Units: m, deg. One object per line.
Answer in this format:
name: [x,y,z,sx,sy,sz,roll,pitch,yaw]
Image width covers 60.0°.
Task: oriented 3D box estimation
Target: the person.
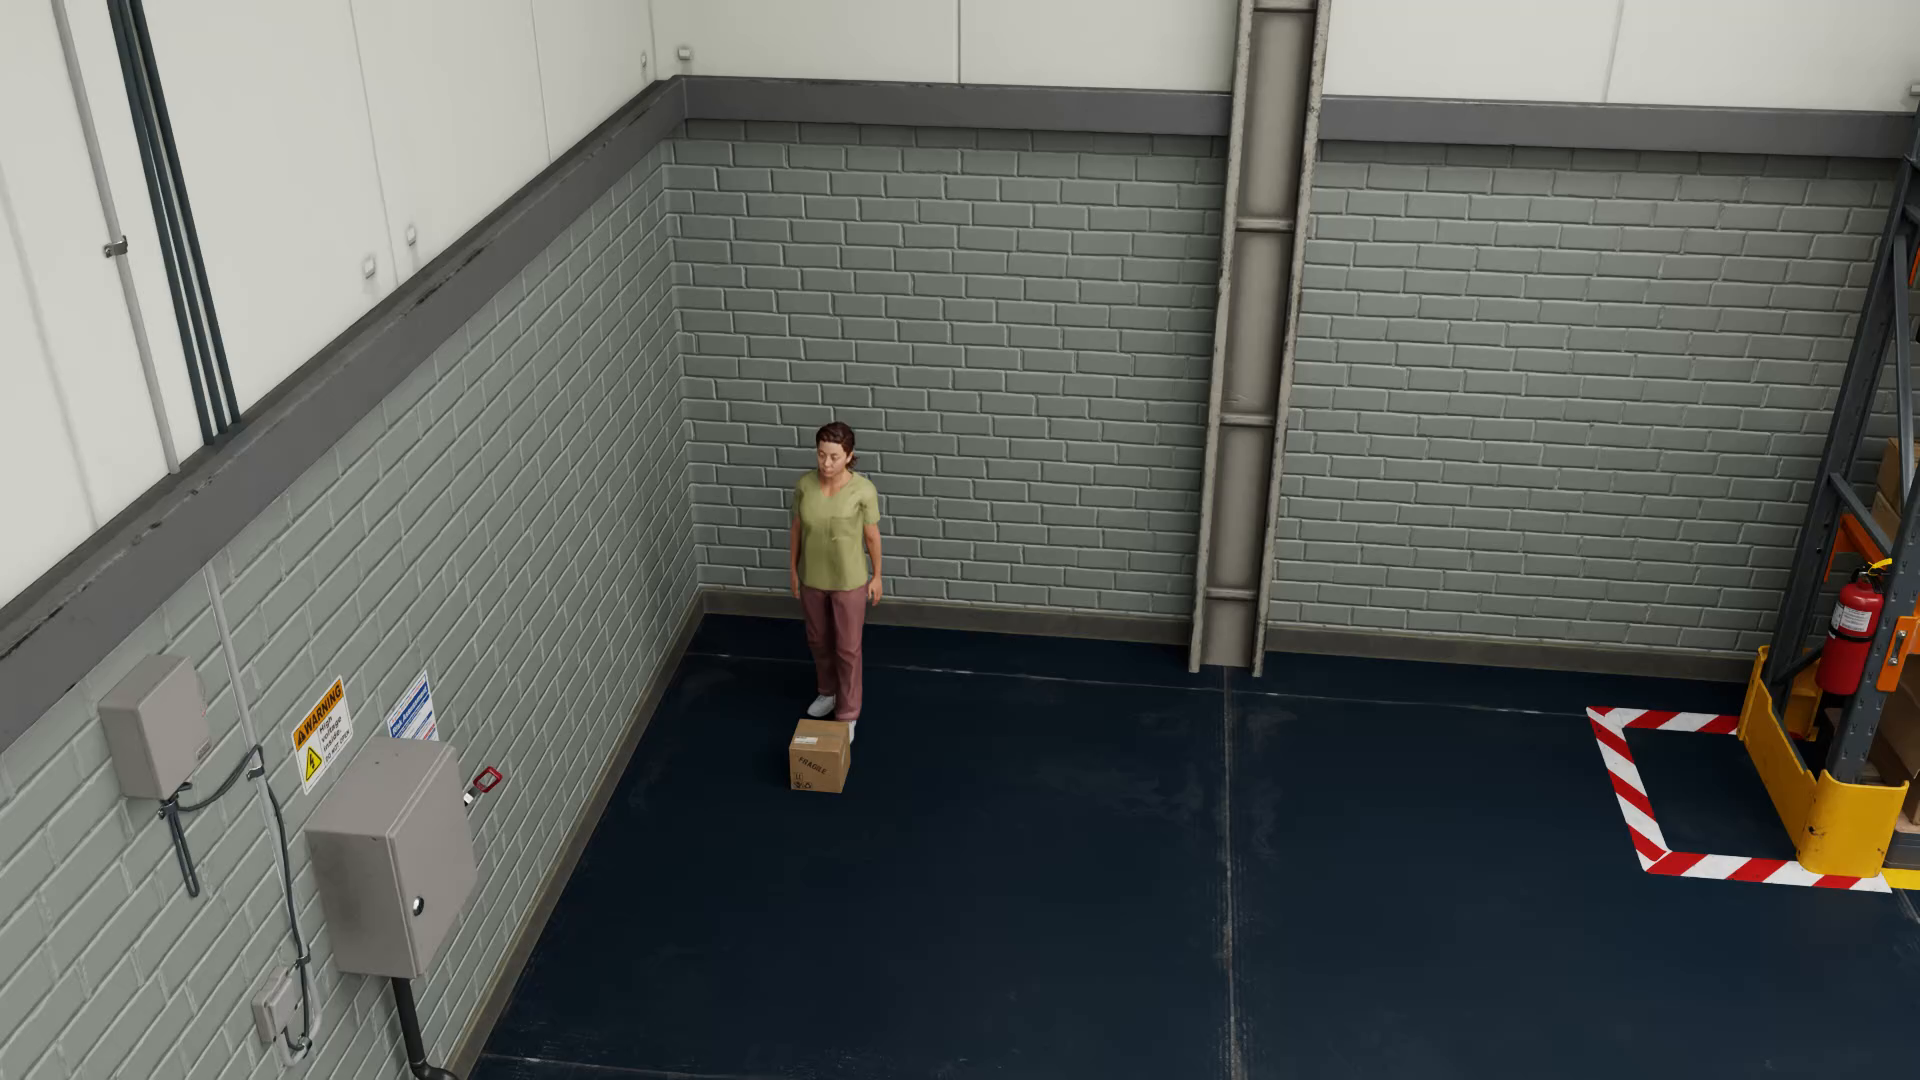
person: [-0.631,0.200,8.241,0.462,1.673,0.505,8,30,15]
